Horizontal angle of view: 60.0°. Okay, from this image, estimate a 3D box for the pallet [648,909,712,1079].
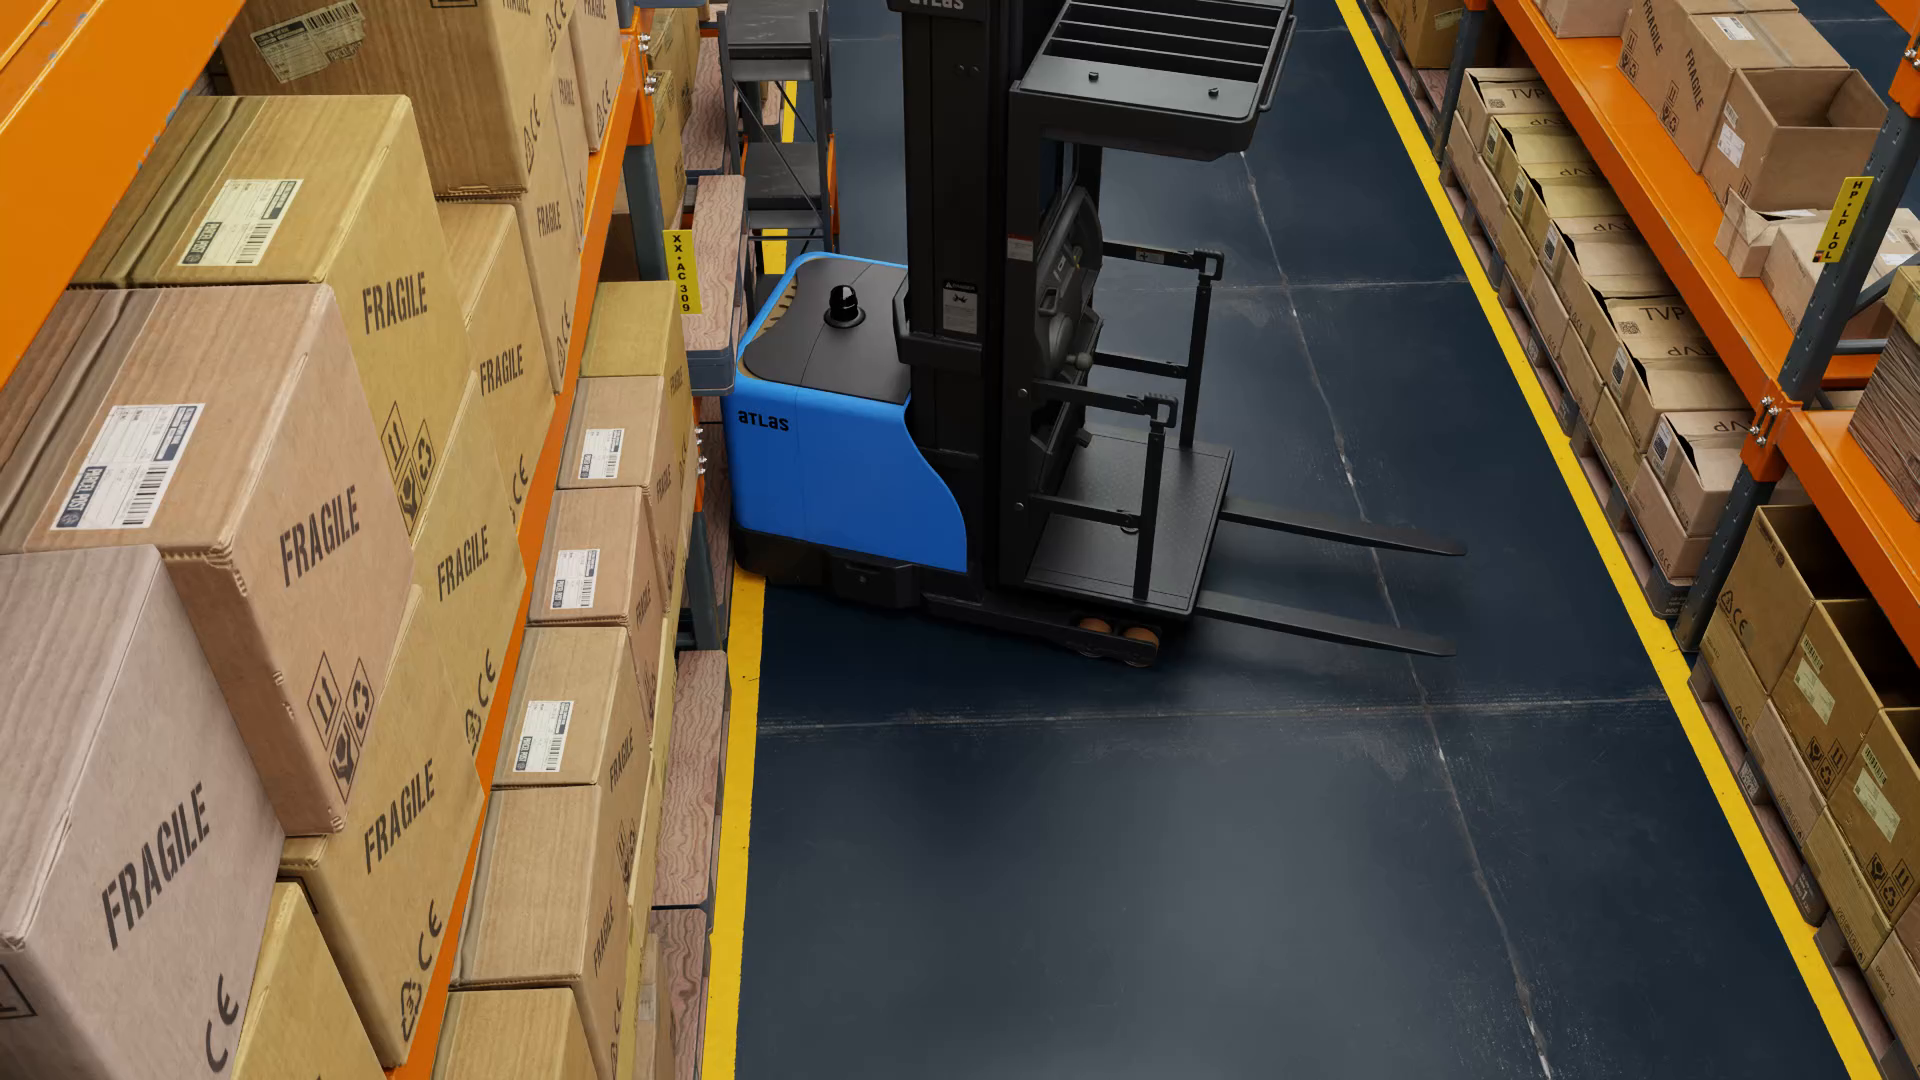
[{"bbox_3d":[-1.344,1.761,5.322,1.003,0.211,1.213,-2,43,-2],"label":"pallet"}]

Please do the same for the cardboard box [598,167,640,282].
[{"bbox_3d":[-1.451,-1.088,5.967,0.700,0.500,0.500,-2,43,-2],"label":"cardboard box"}]

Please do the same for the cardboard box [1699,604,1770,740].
[{"bbox_3d":[3.203,0.491,6.368,0.500,0.250,0.500,-2,43,-2],"label":"cardboard box"}]

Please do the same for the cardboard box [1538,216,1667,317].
[{"bbox_3d":[3.117,-1.330,7.940,0.500,0.311,0.500,-2,43,-2],"label":"cardboard box"}]

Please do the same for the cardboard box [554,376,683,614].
[{"bbox_3d":[-1.107,-0.126,4.859,0.500,0.500,0.500,-2,43,-2],"label":"cardboard box"}]

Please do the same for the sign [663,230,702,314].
[{"bbox_3d":[-0.921,-0.884,5.504,0.100,0.325,0.005,-2,43,-2],"label":"sign"}]

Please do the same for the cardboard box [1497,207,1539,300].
[{"bbox_3d":[3.095,-1.479,8.517,0.500,0.250,0.500,-3,43,-3],"label":"cardboard box"}]

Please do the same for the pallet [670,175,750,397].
[{"bbox_3d":[-1.350,-0.994,6.406,1.003,0.211,1.213,-2,43,-2],"label":"pallet"}]

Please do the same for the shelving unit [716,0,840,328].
[{"bbox_3d":[-0.767,-1.482,7.463,0.431,2.100,0.503,-1,43,-1],"label":"shelving unit"}]

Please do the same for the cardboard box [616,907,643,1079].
[{"bbox_3d":[-1.049,1.171,3.999,0.500,0.250,0.500,-2,43,-2],"label":"cardboard box"}]

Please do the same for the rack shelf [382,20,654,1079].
[{"bbox_3d":[-1.378,-0.035,3.530,1.077,0.370,4.000,-2,43,-2],"label":"rack shelf"}]

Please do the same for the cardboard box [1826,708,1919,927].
[{"bbox_3d":[3.235,0.890,5.378,0.500,0.500,0.500,-2,43,-2],"label":"cardboard box"}]

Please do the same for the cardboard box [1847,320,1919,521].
[{"bbox_3d":[3.511,-0.427,5.571,0.700,0.500,0.500,-3,43,-3],"label":"cardboard box"}]

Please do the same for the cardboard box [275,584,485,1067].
[{"bbox_3d":[-1.045,0.409,2.425,0.500,0.500,0.500,1,43,1],"label":"cardboard box"}]

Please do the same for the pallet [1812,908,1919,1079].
[{"bbox_3d":[3.533,1.702,5.386,1.003,0.211,1.213,-2,43,-2],"label":"pallet"}]

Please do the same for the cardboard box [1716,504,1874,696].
[{"bbox_3d":[3.193,0.215,6.114,0.500,0.500,0.500,-2,43,-2],"label":"cardboard box"}]

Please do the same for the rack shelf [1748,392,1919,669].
[{"bbox_3d":[3.571,0.926,4.702,1.077,0.370,4.000,-2,43,-2],"label":"rack shelf"}]

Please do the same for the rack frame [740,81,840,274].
[{"bbox_3d":[-0.771,-1.647,7.643,0.400,2.100,0.015,-1,43,-1],"label":"rack frame"}]

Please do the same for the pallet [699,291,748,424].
[{"bbox_3d":[-1.552,-0.868,8.190,1.003,0.211,1.213,-2,43,-2],"label":"pallet"}]

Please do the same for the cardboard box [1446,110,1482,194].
[{"bbox_3d":[3.045,-2.169,9.270,0.500,0.250,0.500,-2,43,-2],"label":"cardboard box"}]

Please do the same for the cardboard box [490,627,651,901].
[{"bbox_3d":[-1.074,0.565,4.104,0.500,0.500,0.500,0,43,0],"label":"cardboard box"}]

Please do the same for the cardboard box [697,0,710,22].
[{"bbox_3d":[-1.552,-2.750,7.781,0.700,0.500,0.500,-5,43,-6],"label":"cardboard box"}]

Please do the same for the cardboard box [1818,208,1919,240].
[{"bbox_3d":[3.653,-1.201,6.676,0.380,0.149,0.250,-2,43,-2],"label":"cardboard box"}]

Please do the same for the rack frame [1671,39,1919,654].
[{"bbox_3d":[3.486,-0.689,5.932,1.000,3.000,0.127,-2,43,-2],"label":"rack frame"}]

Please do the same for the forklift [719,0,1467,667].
[{"bbox_3d":[0.602,-0.962,6.280,3.031,2.935,1.130,11,44,12],"label":"forklift"}]

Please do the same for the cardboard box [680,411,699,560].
[{"bbox_3d":[-1.140,-0.186,5.478,0.500,0.250,0.500,-2,43,-2],"label":"cardboard box"}]

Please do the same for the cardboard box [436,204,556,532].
[{"bbox_3d":[-1.115,-0.302,3.201,0.500,0.500,0.500,1,43,1],"label":"cardboard box"}]

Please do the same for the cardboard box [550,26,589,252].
[{"bbox_3d":[-1.186,-1.019,3.983,0.500,0.500,0.500,-5,43,-5],"label":"cardboard box"}]

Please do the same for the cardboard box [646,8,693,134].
[{"bbox_3d":[-1.526,-1.909,6.863,0.700,0.500,0.500,4,43,4],"label":"cardboard box"}]

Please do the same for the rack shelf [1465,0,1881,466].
[{"bbox_3d":[3.401,-1.774,7.648,1.077,0.370,4.000,-2,43,-2],"label":"rack shelf"}]

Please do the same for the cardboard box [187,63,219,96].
[{"bbox_3d":[-1.620,-0.688,2.881,0.500,0.500,0.500,-2,43,-2],"label":"cardboard box"}]

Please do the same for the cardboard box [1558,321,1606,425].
[{"bbox_3d":[3.137,-0.789,7.765,0.500,0.250,0.500,-1,43,-1],"label":"cardboard box"}]

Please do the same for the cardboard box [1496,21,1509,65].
[{"bbox_3d":[3.554,-3.299,10.303,0.500,0.500,0.500,-3,43,-3],"label":"cardboard box"}]

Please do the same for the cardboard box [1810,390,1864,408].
[{"bbox_3d":[3.701,-0.661,7.210,0.500,0.311,0.500,-2,43,-2],"label":"cardboard box"}]

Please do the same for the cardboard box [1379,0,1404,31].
[{"bbox_3d":[3.020,-3.604,10.636,0.500,0.500,0.500,-3,43,-3],"label":"cardboard box"}]

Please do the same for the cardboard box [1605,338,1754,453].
[{"bbox_3d":[3.154,-0.653,7.202,0.500,0.311,0.500,-1,43,-1],"label":"cardboard box"}]

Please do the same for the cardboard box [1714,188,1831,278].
[{"bbox_3d":[3.265,-1.228,6.619,0.396,0.266,0.258,-3,43,-3],"label":"cardboard box"}]

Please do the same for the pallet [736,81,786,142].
[{"bbox_3d":[-1.591,-2.751,10.245,1.003,0.211,1.213,-2,43,-2],"label":"pallet"}]

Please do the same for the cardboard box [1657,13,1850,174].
[{"bbox_3d":[3.426,-1.939,7.221,0.500,0.500,0.500,-2,43,-2],"label":"cardboard box"}]

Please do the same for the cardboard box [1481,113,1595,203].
[{"bbox_3d":[3.076,-2.021,8.694,0.500,0.311,0.500,-3,43,-3],"label":"cardboard box"}]

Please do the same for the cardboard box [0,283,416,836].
[{"bbox_3d":[-1.038,0.030,2.098,0.500,0.500,0.500,-2,43,-2],"label":"cardboard box"}]

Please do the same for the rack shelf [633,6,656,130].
[{"bbox_3d":[-1.548,-2.735,6.476,1.077,0.370,4.000,-2,43,-2],"label":"rack shelf"}]

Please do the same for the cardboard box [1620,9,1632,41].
[{"bbox_3d":[3.426,-2.438,8.025,0.380,0.149,0.250,1,43,1],"label":"cardboard box"}]

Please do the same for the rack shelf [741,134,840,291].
[{"bbox_3d":[-0.767,-1.472,7.472,0.431,0.518,0.480,-1,43,-1],"label":"rack shelf"}]

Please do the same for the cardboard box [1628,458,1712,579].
[{"bbox_3d":[3.179,-0.102,7.015,0.500,0.250,0.500,-2,43,-2],"label":"cardboard box"}]

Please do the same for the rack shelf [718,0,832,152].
[{"bbox_3d":[-0.768,-1.988,6.999,0.431,0.518,0.480,-1,43,-1],"label":"rack shelf"}]

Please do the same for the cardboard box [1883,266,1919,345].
[{"bbox_3d":[3.304,-0.778,5.475,0.380,0.149,0.250,-2,43,-2],"label":"cardboard box"}]

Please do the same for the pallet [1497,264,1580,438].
[{"bbox_3d":[3.361,-0.983,8.316,1.003,0.211,1.213,-2,43,-2],"label":"pallet"}]

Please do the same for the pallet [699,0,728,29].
[{"bbox_3d":[-1.496,-2.696,8.263,1.213,0.211,1.003,-2,43,-2],"label":"pallet"}]

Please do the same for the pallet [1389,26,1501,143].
[{"bbox_3d":[3.322,-2.867,10.371,1.003,0.211,1.213,-2,43,-2],"label":"pallet"}]

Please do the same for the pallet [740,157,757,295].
[{"bbox_3d":[-1.601,-1.689,9.087,1.003,0.211,1.213,-2,43,-2],"label":"pallet"}]

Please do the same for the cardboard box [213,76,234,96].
[{"bbox_3d":[-1.632,-0.652,3.583,0.500,0.500,0.500,-2,43,-2],"label":"cardboard box"}]

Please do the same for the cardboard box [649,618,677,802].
[{"bbox_3d":[-1.091,0.490,4.741,0.500,0.250,0.500,-2,43,-2],"label":"cardboard box"}]

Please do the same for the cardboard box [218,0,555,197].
[{"bbox_3d":[-1.105,-1.011,3.234,0.500,0.500,0.500,-3,43,-3],"label":"cardboard box"}]

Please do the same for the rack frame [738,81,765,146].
[{"bbox_3d":[-1.633,-3.245,8.720,1.000,3.000,0.127,-2,43,-2],"label":"rack frame"}]

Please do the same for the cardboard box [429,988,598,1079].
[{"bbox_3d":[-1.024,1.262,3.344,0.500,0.500,0.500,-2,43,-2],"label":"cardboard box"}]

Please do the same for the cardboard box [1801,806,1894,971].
[{"bbox_3d":[3.235,1.167,5.631,0.500,0.250,0.500,-2,43,-2],"label":"cardboard box"}]
